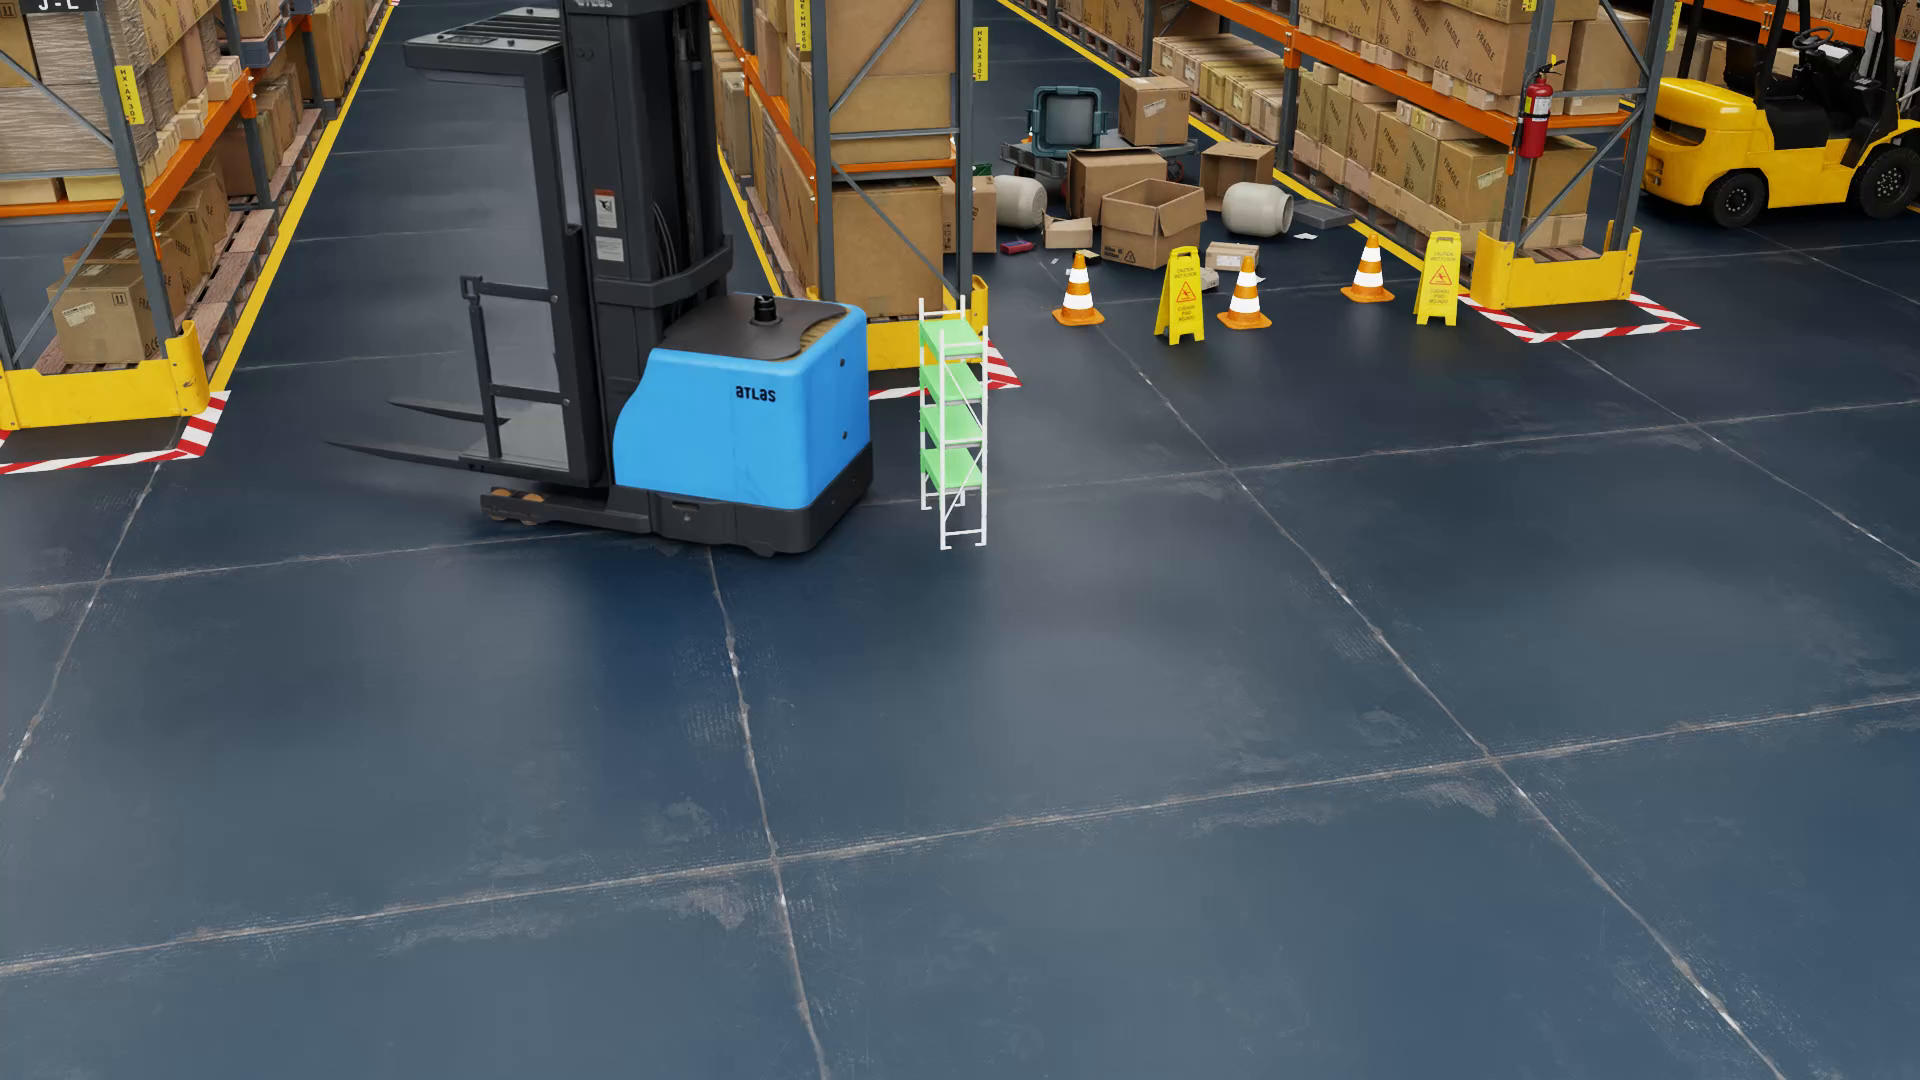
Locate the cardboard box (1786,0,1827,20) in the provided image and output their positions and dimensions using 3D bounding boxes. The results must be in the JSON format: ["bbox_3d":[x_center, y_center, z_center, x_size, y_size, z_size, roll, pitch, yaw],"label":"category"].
[{"bbox_3d":[8.161,-5.189,15.591,0.500,0.500,0.500,-7,28,-13],"label":"cardboard box"}]

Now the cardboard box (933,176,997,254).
[{"bbox_3d":[0.030,-2.621,13.386,0.500,0.500,0.500,-1,27,-3],"label":"cardboard box"}]

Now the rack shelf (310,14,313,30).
[{"bbox_3d":[-7.527,-6.167,18.437,1.077,0.370,4.000,-6,27,-12],"label":"rack shelf"}]

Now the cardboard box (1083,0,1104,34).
[{"bbox_3d":[2.107,-6.951,21.085,0.875,0.875,0.875,-5,27,-10],"label":"cardboard box"}]

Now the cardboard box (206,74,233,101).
[{"bbox_3d":[-5.630,-3.352,12.342,0.380,0.149,0.250,-6,27,-12],"label":"cardboard box"}]

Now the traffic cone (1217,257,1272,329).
[{"bbox_3d":[2.024,-1.768,11.738,0.336,0.463,0.334,-6,27,-12],"label":"traffic cone"}]

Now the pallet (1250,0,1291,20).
[{"bbox_3d":[3.450,-5.125,15.788,1.003,0.211,1.213,-6,27,-12],"label":"pallet"}]

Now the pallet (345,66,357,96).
[{"bbox_3d":[-7.452,-5.253,18.924,1.003,0.211,1.213,-6,27,-12],"label":"pallet"}]

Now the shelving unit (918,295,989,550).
[{"bbox_3d":[-0.037,-0.608,8.624,0.258,1.200,0.503,-6,27,-12],"label":"shelving unit"}]

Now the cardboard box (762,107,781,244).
[{"bbox_3d":[-1.039,-2.874,13.006,0.875,0.875,0.875,-6,27,-11],"label":"cardboard box"}]

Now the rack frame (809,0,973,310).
[{"bbox_3d":[-0.418,-2.557,10.488,1.000,3.000,0.127,-6,27,-12],"label":"rack frame"}]

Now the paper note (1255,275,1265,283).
[{"bbox_3d":[2.230,-1.992,12.662,0.148,0.019,0.142,-16,31,-29],"label":"paper note"}]

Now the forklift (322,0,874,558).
[{"bbox_3d":[-2.055,-1.601,8.669,3.031,2.935,1.130,8,28,16],"label":"forklift"}]

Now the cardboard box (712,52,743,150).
[{"bbox_3d":[-1.760,-4.184,15.741,1.050,0.750,0.750,-6,27,-12],"label":"cardboard box"}]

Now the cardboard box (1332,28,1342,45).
[{"bbox_3d":[3.436,-4.358,14.334,0.380,0.149,0.250,-6,27,-12],"label":"cardboard box"}]

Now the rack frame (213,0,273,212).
[{"bbox_3d":[-6.174,-3.854,13.057,1.000,3.000,0.127,-6,27,-12],"label":"rack frame"}]

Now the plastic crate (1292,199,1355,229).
[{"bbox_3d":[3.036,-2.784,14.178,0.402,0.080,0.583,-16,31,-29],"label":"plastic crate"}]

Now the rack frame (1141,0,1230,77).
[{"bbox_3d":[2.579,-6.616,18.530,1.000,3.000,0.127,-6,27,-12],"label":"rack frame"}]

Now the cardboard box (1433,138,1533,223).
[{"bbox_3d":[3.947,-2.724,12.572,0.500,0.500,0.500,-6,27,-11],"label":"cardboard box"}]

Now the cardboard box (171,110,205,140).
[{"bbox_3d":[-5.348,-2.804,11.254,0.380,0.149,0.250,-6,27,-12],"label":"cardboard box"}]

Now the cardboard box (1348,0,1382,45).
[{"bbox_3d":[3.545,-4.377,13.651,0.500,0.500,0.500,-6,27,-12],"label":"cardboard box"}]

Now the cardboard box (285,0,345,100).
[{"bbox_3d":[-7.211,-5.154,17.524,1.225,0.875,0.875,-7,28,-14],"label":"cardboard box"}]

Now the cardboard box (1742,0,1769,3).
[{"bbox_3d":[7.947,-5.494,16.472,0.500,0.250,0.500,-5,27,-10],"label":"cardboard box"}]

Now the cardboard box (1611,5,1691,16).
[{"bbox_3d":[7.697,-5.688,18.860,0.875,0.625,0.625,-5,27,-10],"label":"cardboard box"}]

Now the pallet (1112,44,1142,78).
[{"bbox_3d":[2.475,-5.725,19.859,1.003,0.211,1.213,-6,27,-12],"label":"pallet"}]

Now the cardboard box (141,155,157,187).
[{"bbox_3d":[-5.143,-2.247,10.151,0.380,0.149,0.250,-6,27,-12],"label":"cardboard box"}]

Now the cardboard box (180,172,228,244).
[{"bbox_3d":[-5.987,-2.495,12.673,0.500,0.500,0.500,2,27,5],"label":"cardboard box"}]

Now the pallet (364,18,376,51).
[{"bbox_3d":[-8.072,-6.463,21.320,1.003,0.211,1.213,-6,27,-12],"label":"pallet"}]

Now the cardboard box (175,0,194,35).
[{"bbox_3d":[-5.470,-3.649,11.101,0.500,0.500,0.500,-6,27,-12],"label":"cardboard box"}]

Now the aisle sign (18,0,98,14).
[{"bbox_3d":[-4.967,-3.262,8.998,0.394,0.787,0.004,-6,27,-12],"label":"aisle sign"}]

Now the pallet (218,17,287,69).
[{"bbox_3d":[-6.205,-4.119,13.794,1.003,0.211,1.213,-6,27,-12],"label":"pallet"}]

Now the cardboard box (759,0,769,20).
[{"bbox_3d":[-1.045,-4.216,12.409,0.875,0.550,0.550,-6,27,-12],"label":"cardboard box"}]

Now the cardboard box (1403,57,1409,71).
[{"bbox_3d":[3.764,-3.808,13.244,0.380,0.149,0.250,-6,27,-12],"label":"cardboard box"}]

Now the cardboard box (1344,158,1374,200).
[{"bbox_3d":[3.604,-3.068,14.085,0.500,0.250,0.500,-6,27,-12],"label":"cardboard box"}]

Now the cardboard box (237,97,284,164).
[{"bbox_3d":[-6.507,-3.663,14.964,0.700,0.500,0.500,-8,28,-16],"label":"cardboard box"}]

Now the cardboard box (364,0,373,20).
[{"bbox_3d":[-8.251,-7.298,21.772,0.875,0.875,0.875,-6,27,-12],"label":"cardboard box"}]

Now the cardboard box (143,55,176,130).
[{"bbox_3d":[-5.670,-2.951,10.826,0.875,0.500,0.500,-6,27,-12],"label":"cardboard box"}]

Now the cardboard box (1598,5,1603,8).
[{"bbox_3d":[4.426,-3.745,12.400,0.500,0.500,0.500,-5,27,-10],"label":"cardboard box"}]

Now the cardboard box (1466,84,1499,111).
[{"bbox_3d":[3.924,-3.235,12.108,0.380,0.149,0.250,-6,27,-12],"label":"cardboard box"}]

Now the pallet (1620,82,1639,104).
[{"bbox_3d":[7.833,-4.977,18.377,1.003,0.211,1.213,-6,27,-12],"label":"pallet"}]

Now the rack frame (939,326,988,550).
[{"bbox_3d":[0.018,-0.501,8.411,0.240,1.200,0.015,-6,27,-12],"label":"rack frame"}]

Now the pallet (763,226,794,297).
[{"bbox_3d":[-0.946,-2.190,12.855,1.003,0.211,1.213,-6,27,-12],"label":"pallet"}]

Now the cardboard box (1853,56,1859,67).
[{"bbox_3d":[8.225,-4.303,15.421,0.500,0.250,0.500,-6,27,-12],"label":"cardboard box"}]

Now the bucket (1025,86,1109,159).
[{"bbox_3d":[0.958,-3.705,14.707,0.726,0.611,0.620,3,17,6],"label":"bucket"}]

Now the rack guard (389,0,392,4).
[{"bbox_3d":[-8.884,-8.017,24.078,1.175,0.500,0.348,-6,27,-12],"label":"rack guard"}]

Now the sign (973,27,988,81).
[{"bbox_3d":[0.124,-3.033,10.381,0.100,0.325,0.005,-6,27,-12],"label":"sign"}]

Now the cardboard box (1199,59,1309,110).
[{"bbox_3d":[3.036,-4.725,17.233,0.950,0.372,0.625,-5,27,-10],"label":"cardboard box"}]

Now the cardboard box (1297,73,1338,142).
[{"bbox_3d":[3.351,-3.869,14.839,0.500,0.500,0.500,-5,27,-9],"label":"cardboard box"}]

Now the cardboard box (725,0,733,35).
[{"bbox_3d":[-1.811,-4.782,14.784,0.500,0.500,0.500,-6,27,-12],"label":"cardboard box"}]

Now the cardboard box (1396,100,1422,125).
[{"bbox_3d":[3.688,-3.395,13.180,0.380,0.149,0.250,-5,27,-9],"label":"cardboard box"}]

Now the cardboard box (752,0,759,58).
[{"bbox_3d":[-1.224,-4.220,13.614,0.875,0.550,0.550,-6,27,-12],"label":"cardboard box"}]
